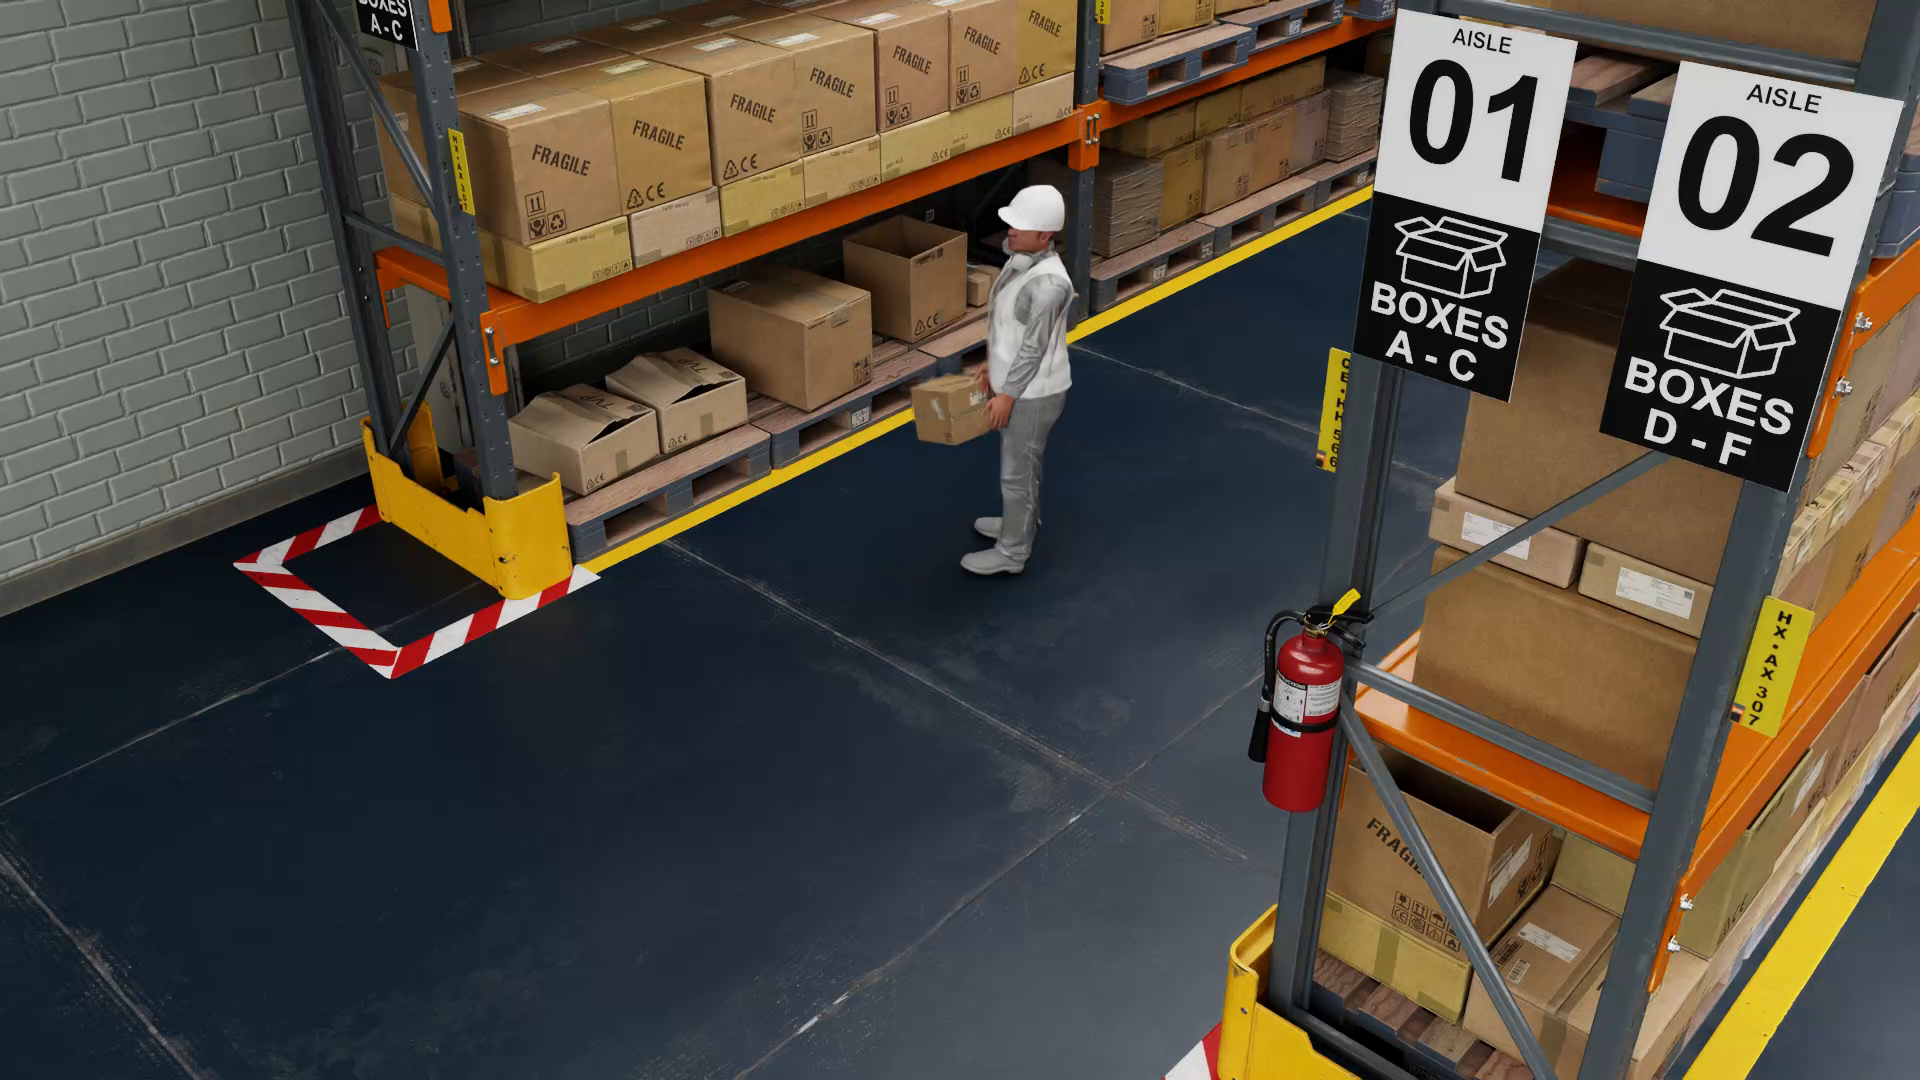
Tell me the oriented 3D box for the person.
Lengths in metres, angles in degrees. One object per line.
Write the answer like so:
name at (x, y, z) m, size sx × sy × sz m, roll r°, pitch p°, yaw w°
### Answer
person at (0.220, -0.686, 7.214) m, size 0.482 × 1.775 × 0.581 m, roll -4°, pitch 31°, yaw -7°
